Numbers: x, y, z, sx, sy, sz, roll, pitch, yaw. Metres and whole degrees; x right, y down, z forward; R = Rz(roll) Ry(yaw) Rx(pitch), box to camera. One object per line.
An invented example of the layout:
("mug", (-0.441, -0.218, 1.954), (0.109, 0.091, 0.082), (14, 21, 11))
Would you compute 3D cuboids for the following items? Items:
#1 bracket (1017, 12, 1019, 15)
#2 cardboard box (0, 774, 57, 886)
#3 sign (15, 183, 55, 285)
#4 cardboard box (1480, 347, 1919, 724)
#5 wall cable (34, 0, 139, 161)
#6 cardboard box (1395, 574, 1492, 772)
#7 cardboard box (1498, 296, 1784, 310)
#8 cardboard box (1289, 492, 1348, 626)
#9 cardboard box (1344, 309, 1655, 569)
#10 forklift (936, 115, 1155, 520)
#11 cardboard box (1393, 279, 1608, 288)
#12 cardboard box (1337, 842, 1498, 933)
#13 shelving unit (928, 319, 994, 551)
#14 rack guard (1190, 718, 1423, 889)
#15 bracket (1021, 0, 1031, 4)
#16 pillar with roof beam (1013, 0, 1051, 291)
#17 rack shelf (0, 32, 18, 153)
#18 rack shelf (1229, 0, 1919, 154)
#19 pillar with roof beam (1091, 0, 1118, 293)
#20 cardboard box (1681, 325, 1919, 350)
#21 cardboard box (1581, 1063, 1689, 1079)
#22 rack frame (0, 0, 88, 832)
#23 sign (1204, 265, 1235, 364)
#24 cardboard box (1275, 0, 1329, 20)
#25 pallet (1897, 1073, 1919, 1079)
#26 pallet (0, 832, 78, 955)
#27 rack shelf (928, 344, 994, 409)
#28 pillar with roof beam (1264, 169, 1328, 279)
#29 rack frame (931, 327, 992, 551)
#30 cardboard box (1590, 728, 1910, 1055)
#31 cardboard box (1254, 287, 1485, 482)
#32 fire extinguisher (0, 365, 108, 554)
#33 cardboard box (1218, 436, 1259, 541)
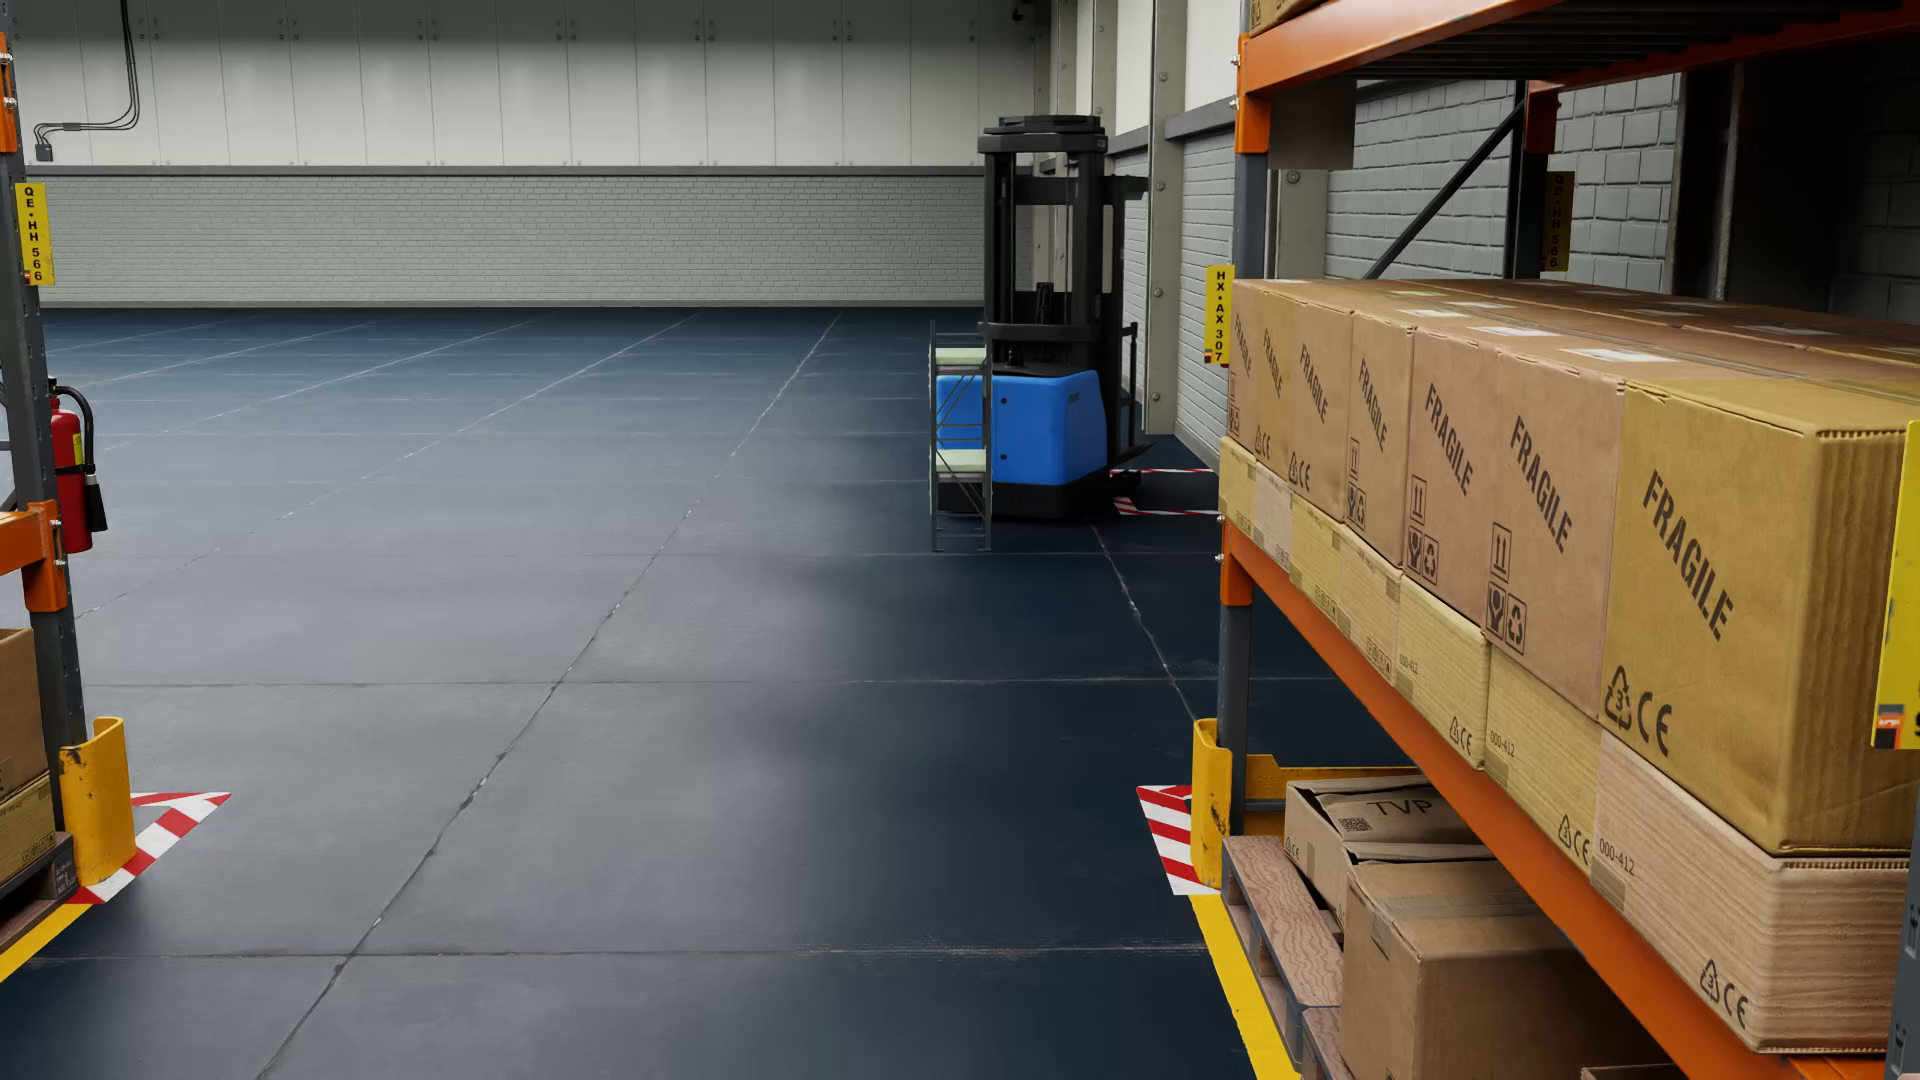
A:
("bracket", (1.269, -11.295, 35.549), (0.076, 0.066, 3.189), (0, 11, -1))
("cardboard box", (-3.237, 0.940, 5.242), (0.500, 0.250, 0.500), (0, 11, -1))
("sign", (-3.000, -0.990, 5.389), (0.100, 0.325, 0.005), (0, 11, -1))
("cardboard box", (1.157, -0.029, 2.599), (0.500, 0.500, 0.500), (0, 11, -1))
("wall cable", (-19.071, -11.261, 35.878), (2.305, 6.003, 0.169), (0, 11, -1))
("cardboard box", (1.151, 0.238, 3.166), (0.500, 0.250, 0.500), (0, 11, -1))
("cardboard box", (1.647, -0.337, 4.115), (0.500, 0.500, 0.500), (-1, 11, -3))
("cardboard box", (1.132, 0.038, 4.154), (0.500, 0.250, 0.500), (0, 11, -2))
("cardboard box", (1.146, -0.233, 3.602), (0.500, 0.500, 0.500), (0, 11, 1))
("forklift", (0.833, -1.830, 13.207), (1.130, 2.935, 3.031), (5, 12, 22))
("cardboard box", (1.632, -0.539, 5.115), (0.500, 0.500, 0.500), (0, 11, -2))
("cardboard box", (1.346, 1.025, 4.619), (0.500, 0.311, 0.500), (1, 11, 4))
("shelving unit", (0.000, -0.736, 11.417), (0.431, 1.500, 0.755), (0, 11, -1))
("rack guard", (1.411, 0.912, 5.808), (1.175, 0.500, 0.348), (0, 11, -1))
("bracket", (1.323, -10.777, 32.992), (0.235, 0.232, 0.430), (0, 11, -1))
("pillar with roof beam", (-2.635, -9.079, 33.677), (9.100, 9.000, 0.548), (0, 11, -1))
("rack shelf", (-3.502, -1.027, 3.344), (1.077, 0.370, 4.000), (0, 11, -1))
("rack shelf", (1.451, -1.048, 3.447), (1.077, 0.370, 4.000), (0, 11, -1))
("pillar with roof beam", (-2.387, -6.693, 21.919), (9.100, 9.000, 0.400), (0, 11, -1))
("cardboard box", (1.680, -0.133, 3.113), (0.500, 0.500, 0.500), (0, 11, 0))
("cardboard box", (1.431, 1.270, 2.935), (0.500, 0.500, 0.500), (-1, 12, -5))
("rack frame", (-3.543, -0.307, 5.530), (1.000, 3.000, 0.127), (0, 11, -1))
("sign", (0.867, -0.750, 5.537), (0.100, 0.325, 0.005), (0, 11, -1))
("cardboard box", (1.142, -1.683, 4.464), (0.500, 0.500, 0.500), (1, 11, 3))
("pallet", (1.362, 0.713, 0.982), (1.003, 0.211, 1.213), (0, 11, -1))
("pallet", (-3.485, 1.211, 5.059), (1.003, 0.211, 1.213), (0, 11, -1))
("rack shelf", (0.000, -1.119, 11.339), (0.431, 0.370, 0.720), (0, 11, -1))
("pillar with roof beam", (-2.139, -4.308, 10.161), (9.100, 9.000, 0.400), (0, 11, -1))
("rack frame", (0.007, -0.664, 11.058), (0.400, 1.500, 0.023), (0, 11, -1))
("cardboard box", (1.179, 0.437, 2.185), (0.500, 0.250, 0.500), (0, 11, -1))
("cardboard box", (1.119, -0.438, 4.614), (0.500, 0.500, 0.500), (0, 11, -1))
("fire extinguisher", (-3.081, -0.295, 5.663), (0.296, 0.674, 0.183), (0, 11, -1))
("cardboard box", (1.102, -0.166, 5.162), (0.500, 0.250, 0.500), (-1, 11, -3))
